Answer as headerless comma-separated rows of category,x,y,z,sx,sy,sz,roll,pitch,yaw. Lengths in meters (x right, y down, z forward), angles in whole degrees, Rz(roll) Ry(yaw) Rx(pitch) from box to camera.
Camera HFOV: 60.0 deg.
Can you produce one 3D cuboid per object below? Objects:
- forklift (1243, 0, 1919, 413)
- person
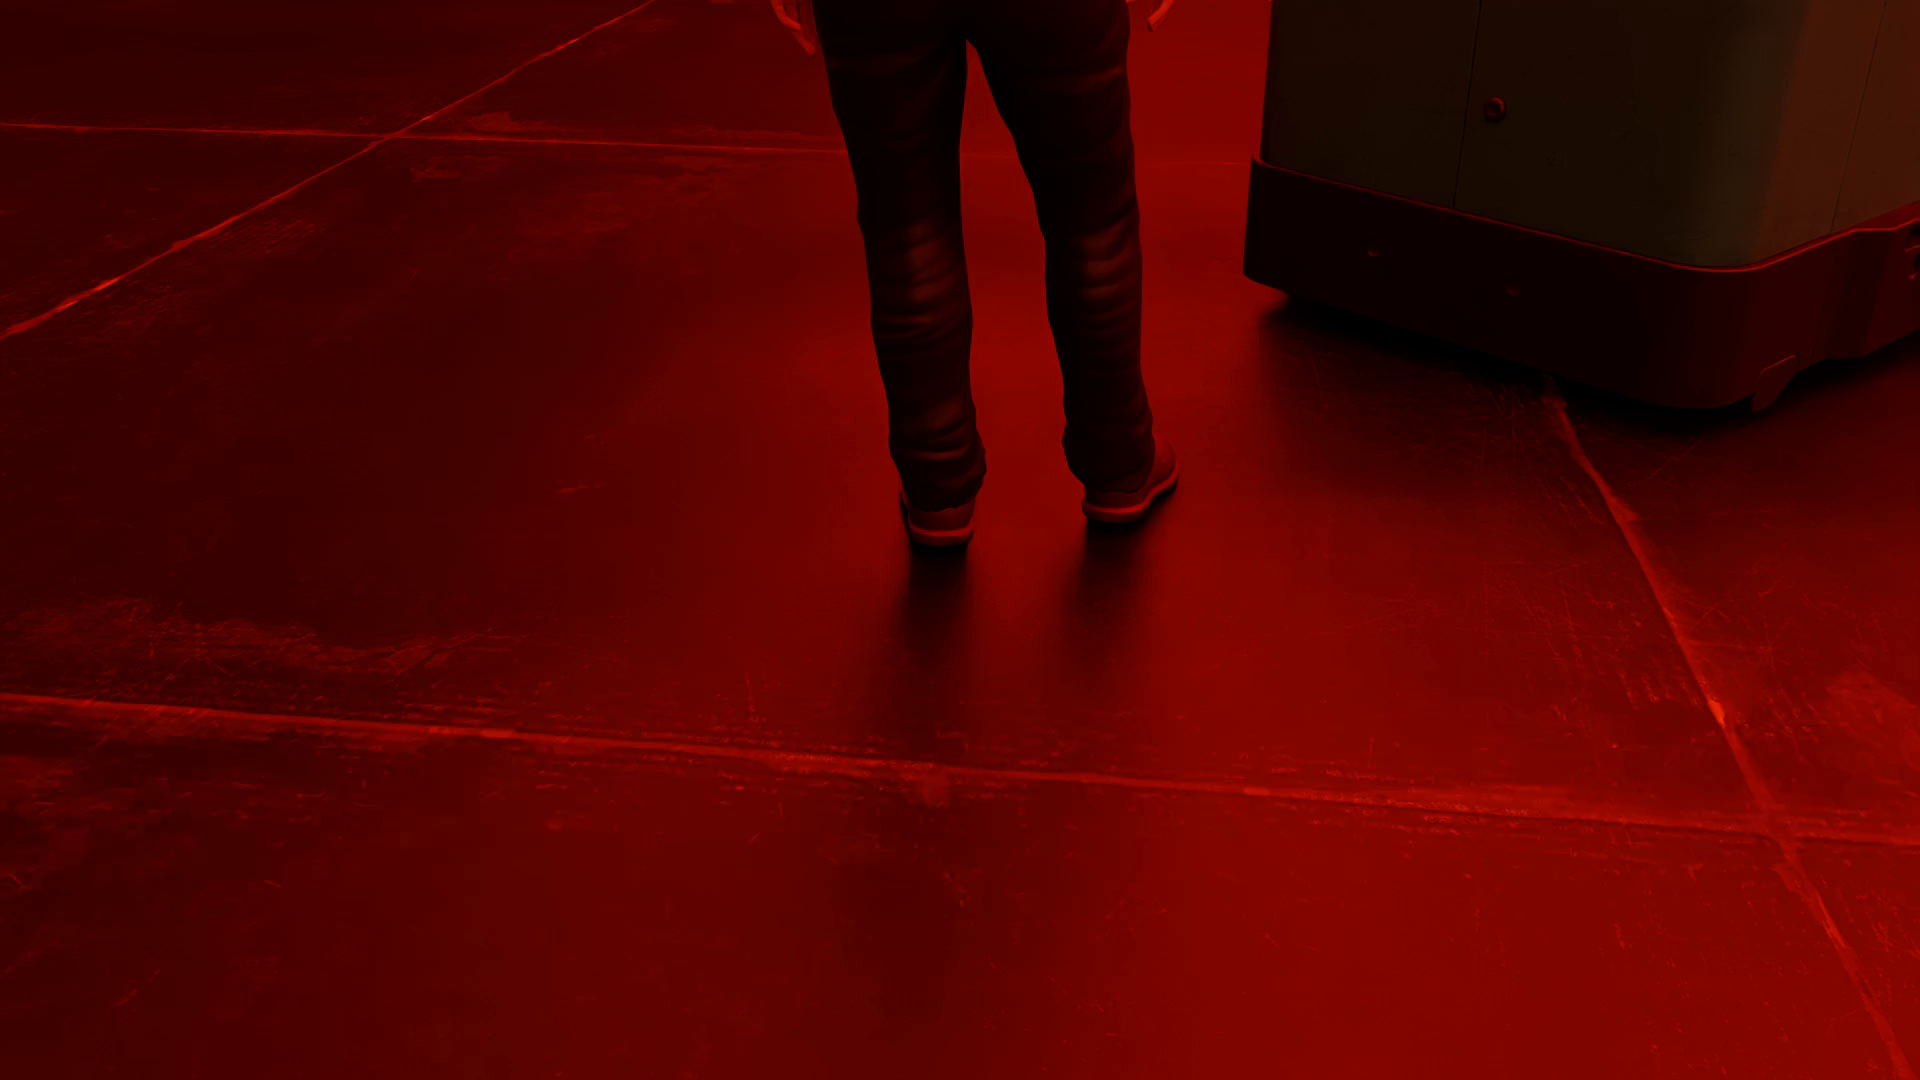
forklift,2.041,-2.058,3.342,3.031,2.935,1.130,-20,33,-35
person,0.035,-0.782,2.206,0.598,1.651,0.502,3,27,7
